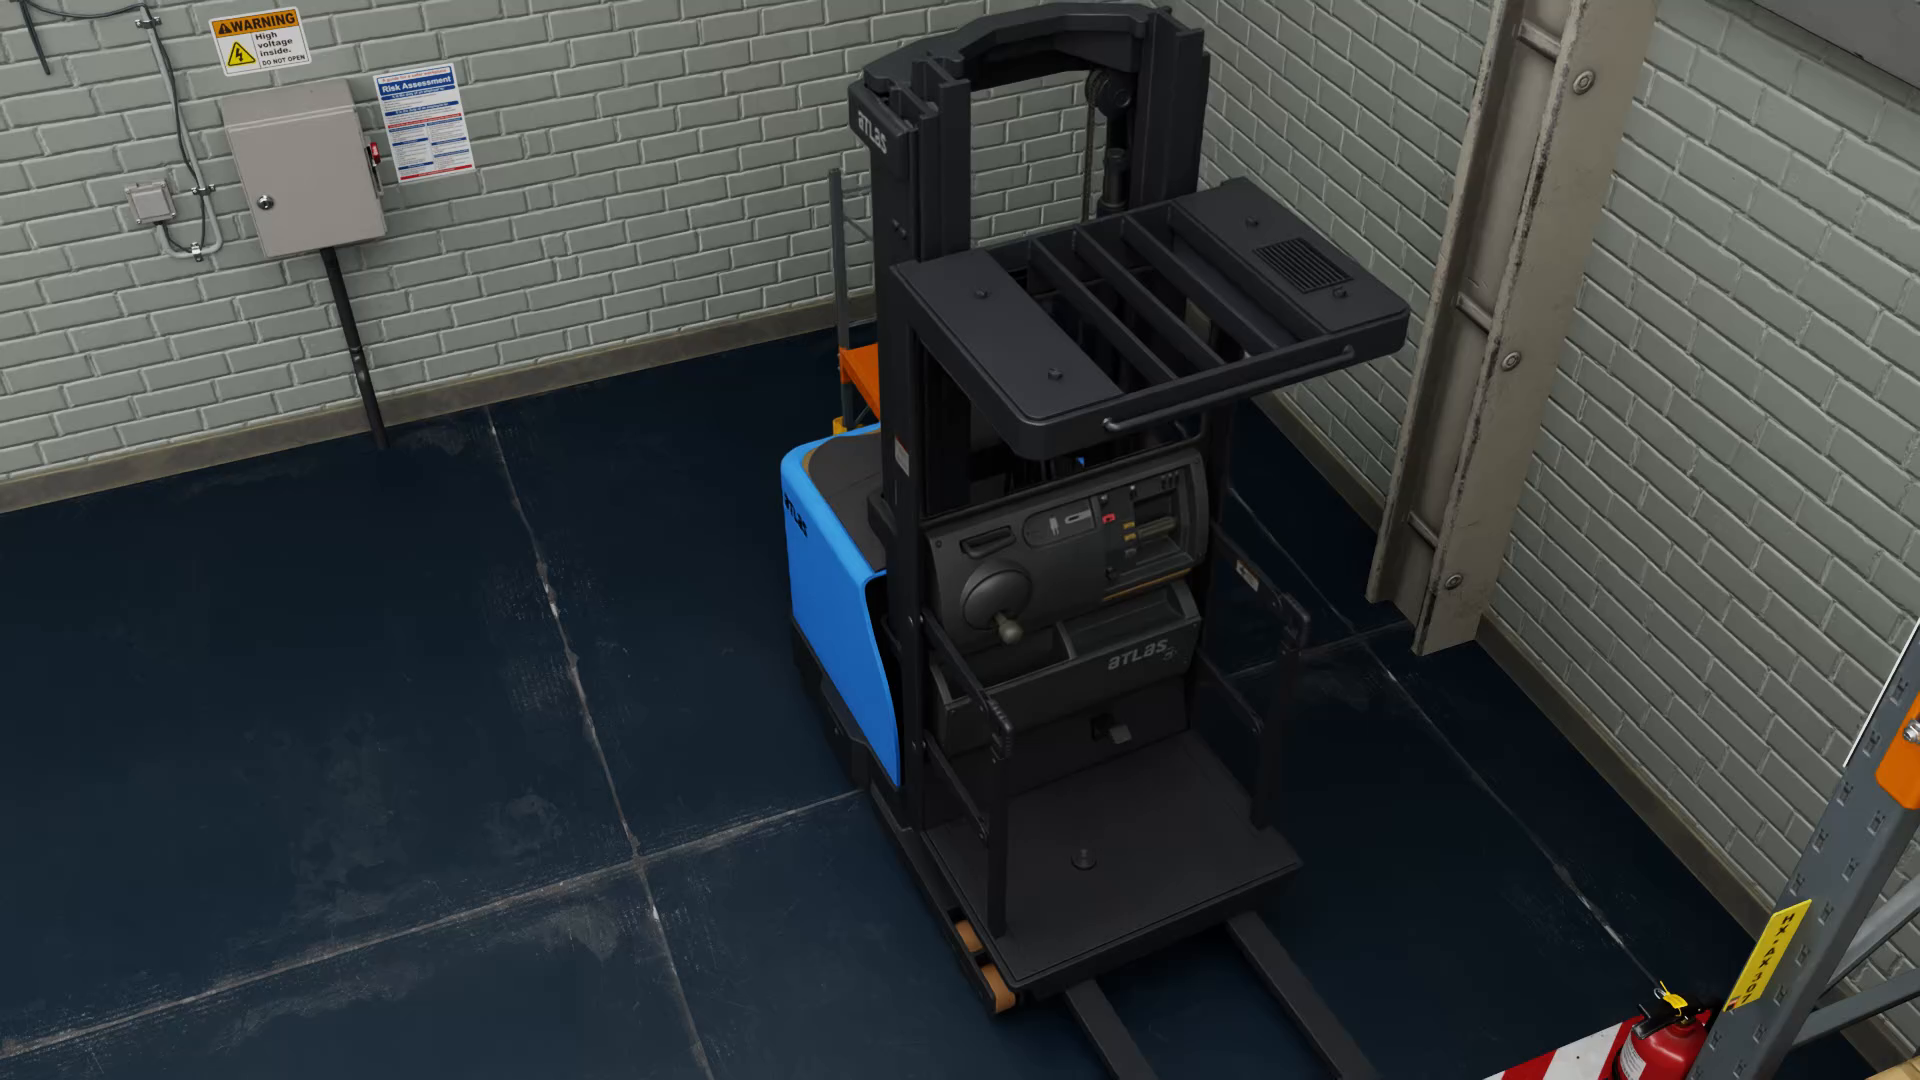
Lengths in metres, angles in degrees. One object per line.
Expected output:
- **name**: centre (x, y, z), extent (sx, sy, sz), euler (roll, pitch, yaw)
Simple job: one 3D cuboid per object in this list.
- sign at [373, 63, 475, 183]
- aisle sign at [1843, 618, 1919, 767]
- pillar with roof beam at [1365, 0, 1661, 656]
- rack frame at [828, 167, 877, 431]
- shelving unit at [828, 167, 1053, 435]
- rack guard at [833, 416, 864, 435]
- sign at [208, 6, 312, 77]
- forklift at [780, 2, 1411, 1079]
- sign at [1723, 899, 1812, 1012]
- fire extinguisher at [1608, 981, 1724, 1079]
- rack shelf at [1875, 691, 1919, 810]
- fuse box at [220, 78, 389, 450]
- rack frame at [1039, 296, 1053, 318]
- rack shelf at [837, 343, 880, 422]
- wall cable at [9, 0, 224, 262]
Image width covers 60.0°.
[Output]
- **sign**: centre (-2.278, -1.774, 7.085), extent (0.329, 0.494, 0.001), euler (-15, 43, -17)
- **aisle sign**: centre (1.815, 0.071, 2.873), extent (0.394, 0.787, 0.004), euler (-15, 43, -17)
- **pillar with roof beam**: centre (-2.064, -2.025, 2.703), extent (9.100, 9.000, 0.400), euler (-15, 43, -17)
- **rack frame**: centre (-0.294, -0.976, 7.235), extent (0.500, 1.500, 0.032), euler (-16, 43, -18)
- **shelving unit**: centre (-0.096, -0.677, 6.887), extent (0.587, 1.500, 1.083), euler (-16, 43, -18)
- **rack guard**: centre (-0.293, -0.501, 7.641), extent (0.587, 0.250, 0.087), euler (-16, 43, -18)
- **sign**: centre (-2.785, -1.986, 6.625), extent (0.339, 0.242, 0.001), euler (-15, 43, -17)
- **forklift**: centre (0.439, 0.102, 4.883), extent (1.130, 2.935, 3.031), euler (-18, 44, -20)
- **sign**: centre (1.611, 0.832, 3.318), extent (0.100, 0.325, 0.005), euler (-15, 43, -17)
- **fire extinguisher**: centre (1.629, 1.222, 3.873), extent (0.296, 0.674, 0.183), euler (-15, 43, -17)
- **rack shelf**: centre (2.877, 1.365, 1.613), extent (1.077, 0.370, 4.000), euler (-15, 43, -17)
- **fuse box**: centre (-2.655, -1.073, 7.186), extent (0.539, 1.711, 0.414), euler (-15, 43, -17)
- **rack frame**: centre (0.110, -0.367, 6.527), extent (0.500, 1.500, 0.032), euler (-16, 43, -18)
- **rack shelf**: centre (-0.092, -0.535, 6.998), extent (0.538, 0.185, 1.000), euler (-16, 43, -18)
- **wall cable**: centre (-3.346, -1.872, 6.347), extent (0.588, 1.984, 0.122), euler (-15, 43, -17)
